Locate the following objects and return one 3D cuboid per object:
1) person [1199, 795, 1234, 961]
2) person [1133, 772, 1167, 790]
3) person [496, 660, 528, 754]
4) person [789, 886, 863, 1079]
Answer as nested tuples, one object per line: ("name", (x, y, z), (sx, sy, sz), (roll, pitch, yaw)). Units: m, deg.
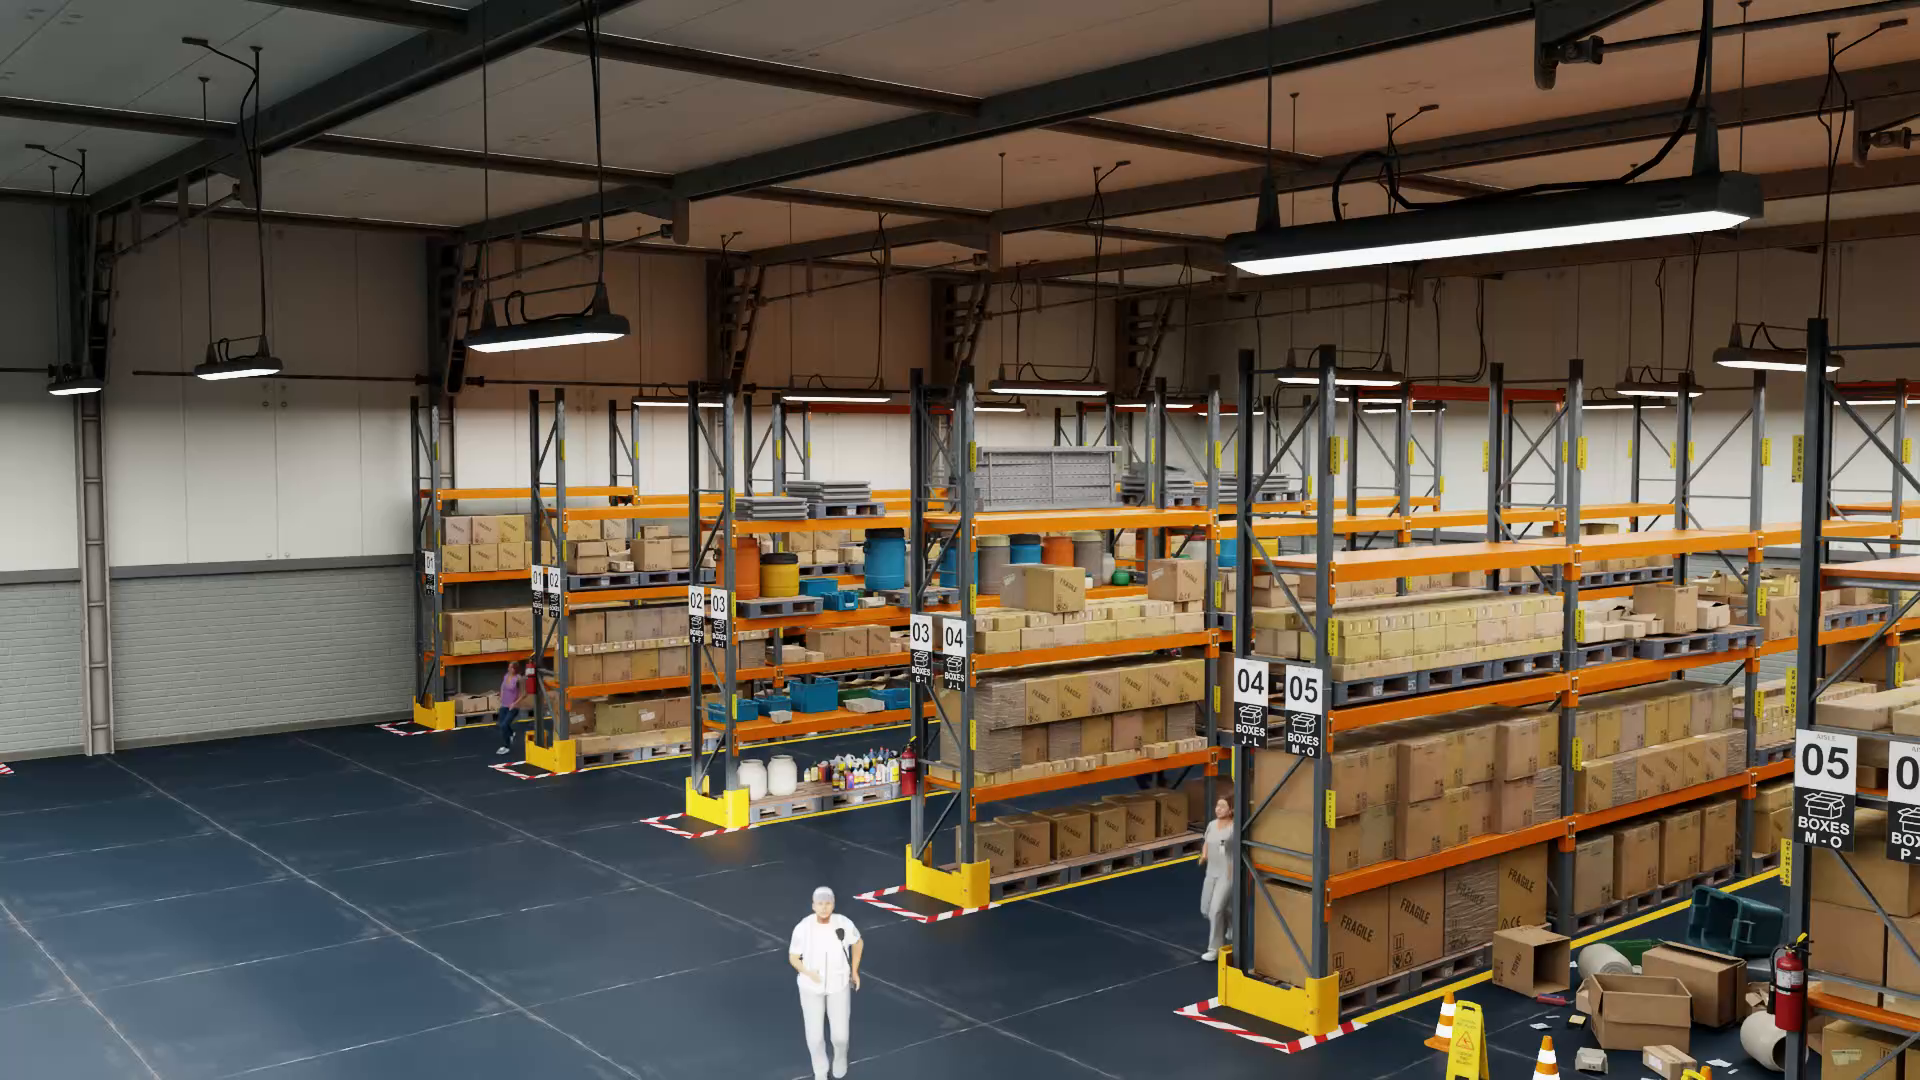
("person", (2.670, 3.364, 16.688), (0.569, 1.623, 0.718), (3, 5, 45))
("person", (2.667, 2.969, 23.834), (0.548, 1.595, 0.640), (-3, 5, -42))
("person", (-7.421, 2.766, 27.657), (0.582, 1.555, 0.525), (1, 4, 22))
("person", (-1.058, 3.570, 13.198), (0.595, 1.628, 0.557), (0, 3, -5))
